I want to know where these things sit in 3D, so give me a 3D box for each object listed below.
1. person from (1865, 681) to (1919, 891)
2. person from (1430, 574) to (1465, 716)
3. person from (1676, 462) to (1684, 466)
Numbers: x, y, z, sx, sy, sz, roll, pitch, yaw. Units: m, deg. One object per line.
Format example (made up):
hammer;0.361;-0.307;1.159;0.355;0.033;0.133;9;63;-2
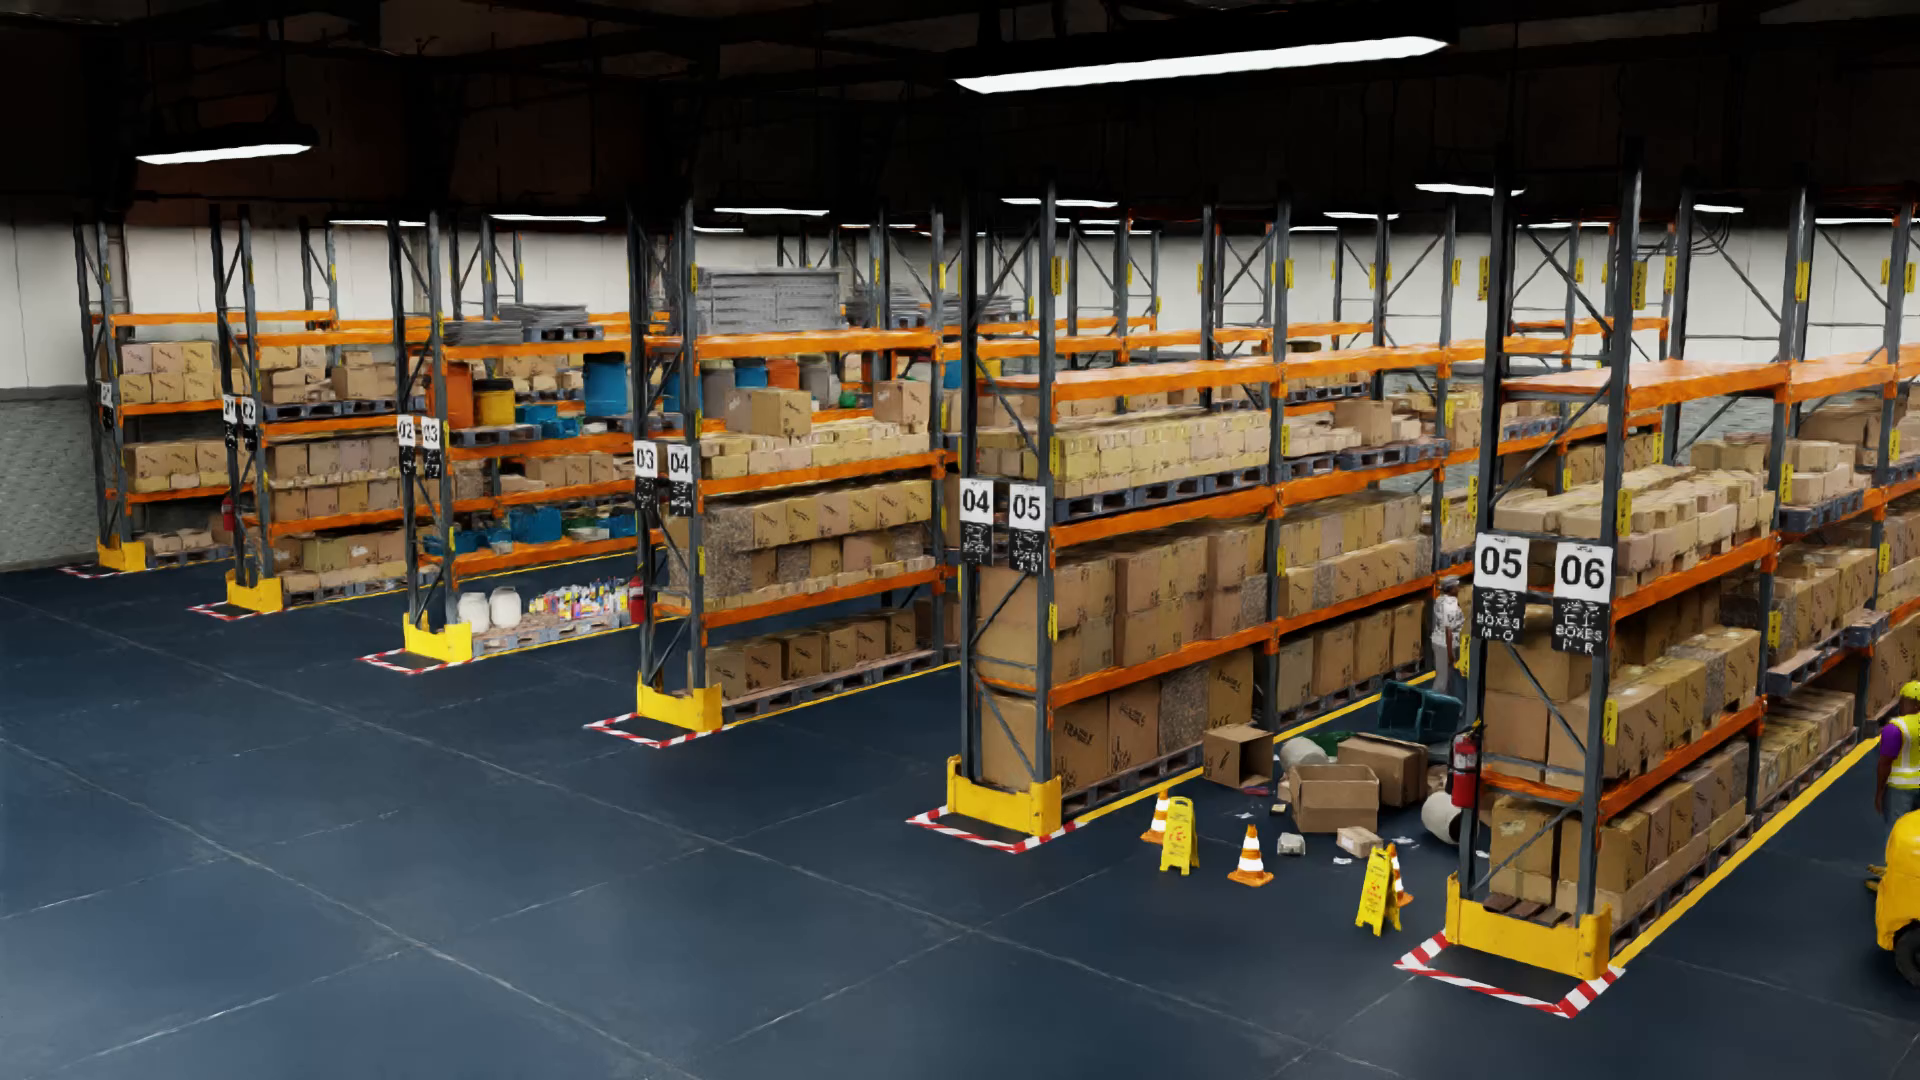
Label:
person;7.767;2.017;13.760;0.624;1.764;0.502;-3;10;-18
person;5.549;1.217;18.858;0.416;1.679;0.507;2;10;9
person;12.890;-0.627;30.279;0.589;1.576;0.472;-1;9;-4
